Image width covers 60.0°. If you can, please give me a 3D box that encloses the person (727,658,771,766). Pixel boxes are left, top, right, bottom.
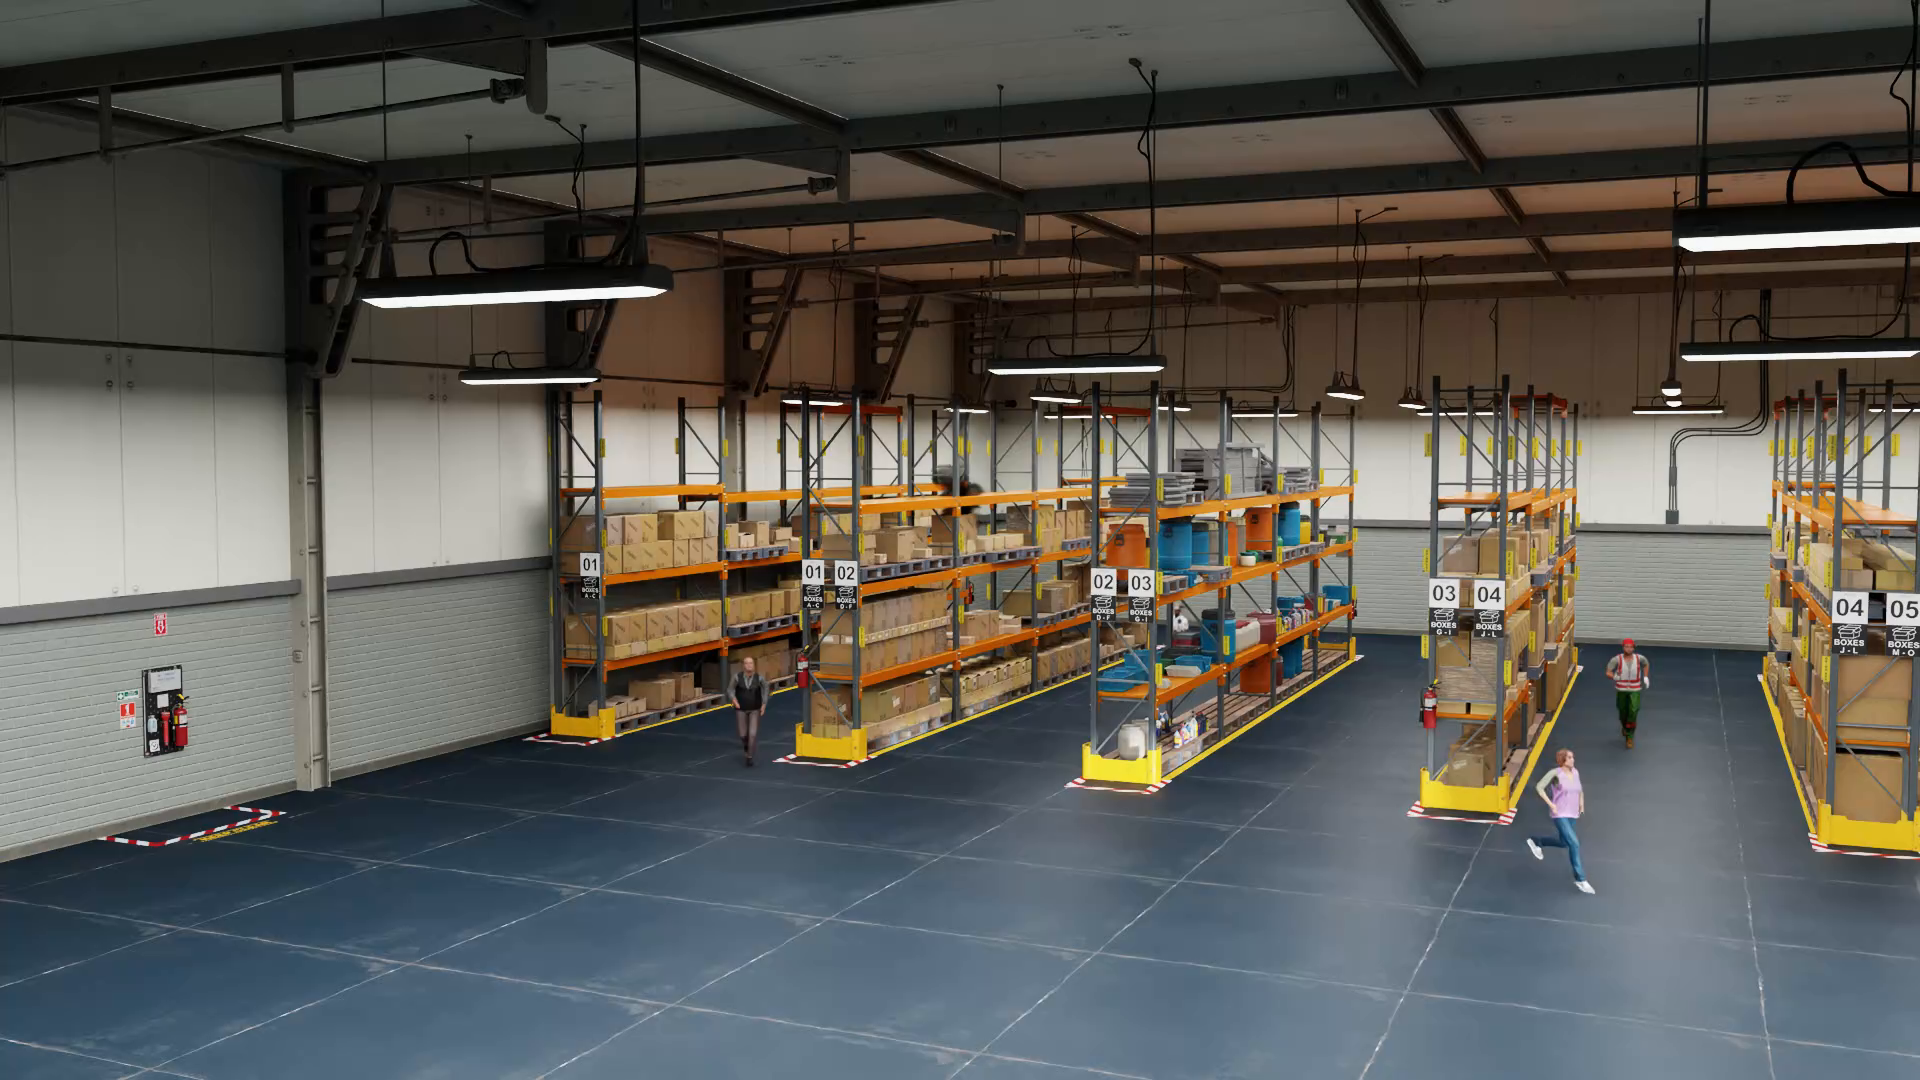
[{"bbox_3d":[-3.364,2.709,26.459,0.695,1.696,0.640,0,3,-4],"label":"person"}]

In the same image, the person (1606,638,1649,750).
[{"bbox_3d":[11.267,2.555,28.064,0.691,1.809,1.011,1,3,18],"label":"person"}]

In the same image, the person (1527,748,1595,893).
[{"bbox_3d":[6.912,3.176,19.119,0.510,1.592,0.994,-2,4,-31],"label":"person"}]

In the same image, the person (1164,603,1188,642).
[{"bbox_3d":[4.584,2.212,35.290,0.539,1.745,0.775,1,3,18],"label":"person"}]
